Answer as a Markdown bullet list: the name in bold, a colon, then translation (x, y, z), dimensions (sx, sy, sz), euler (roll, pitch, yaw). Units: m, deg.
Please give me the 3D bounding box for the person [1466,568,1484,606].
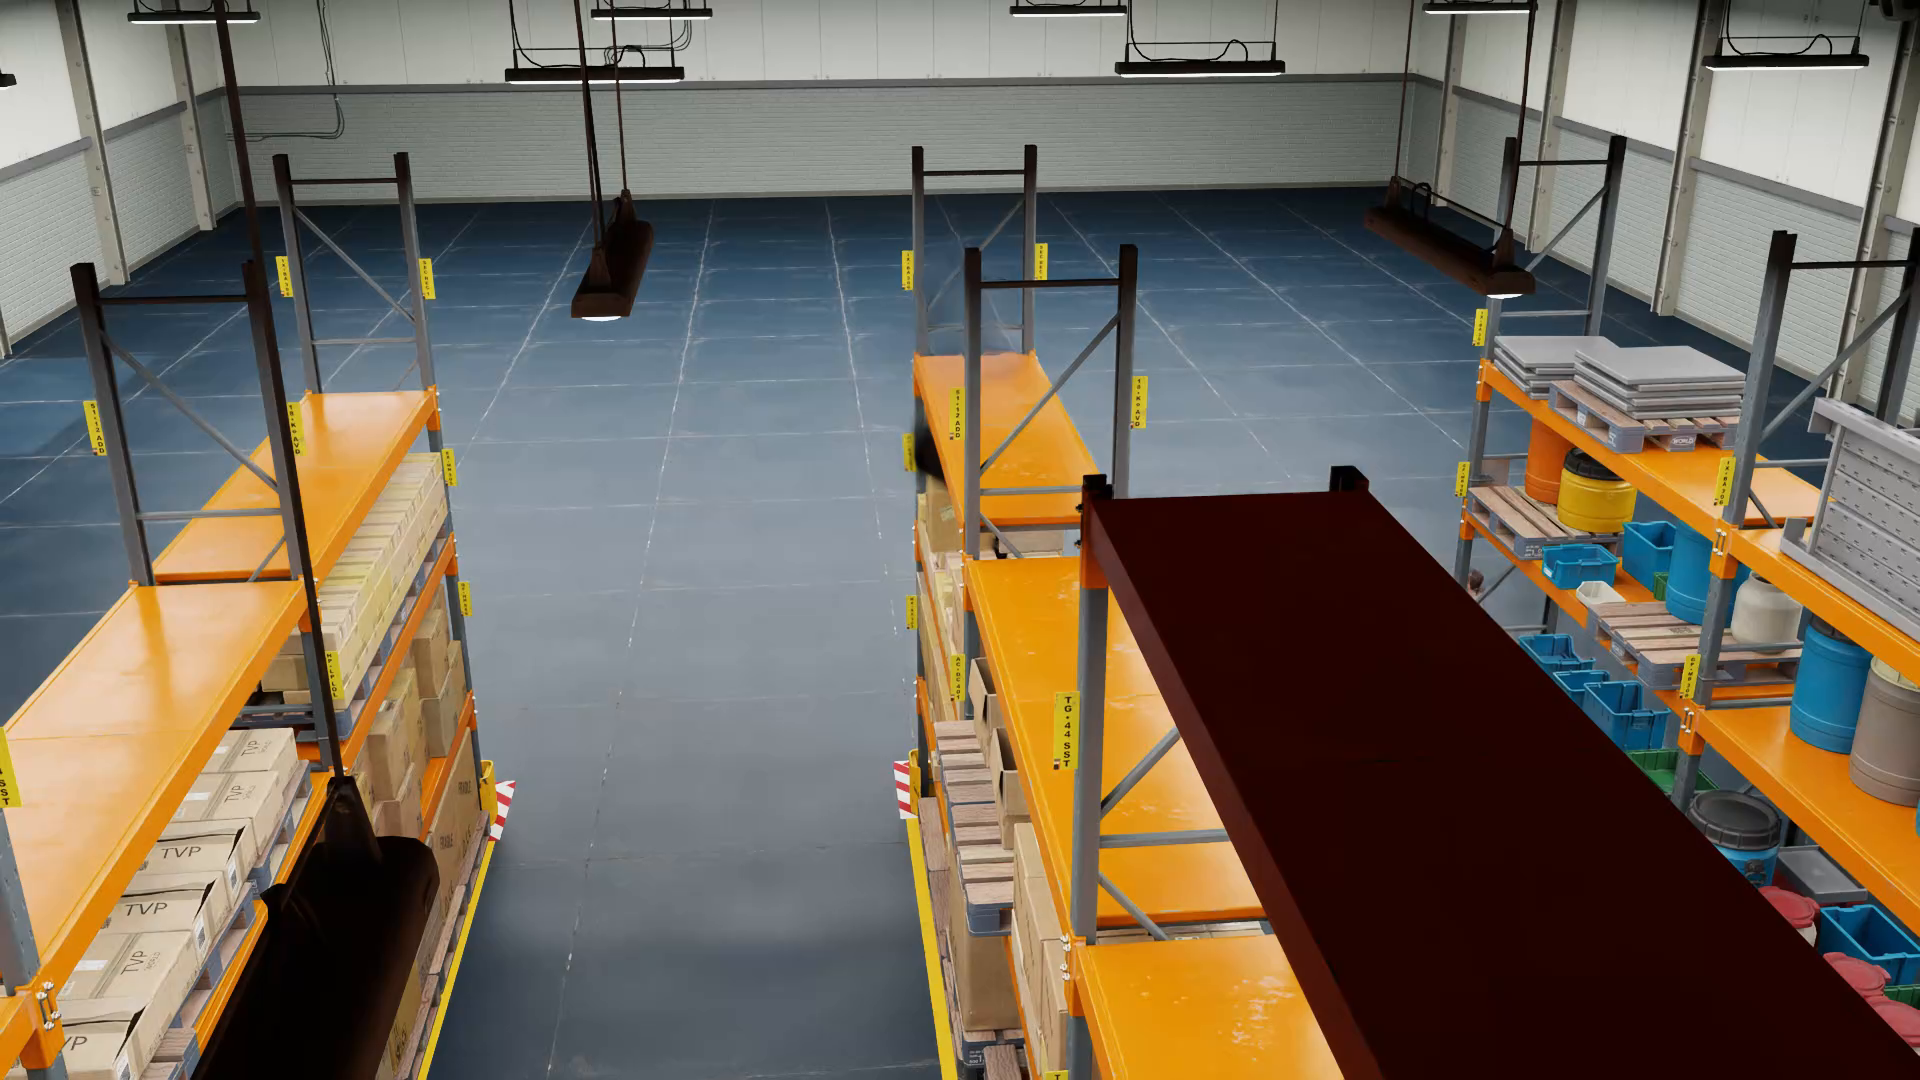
- **person**: translation (5.055, 1.061, 16.793), dimensions (0.532, 1.615, 0.571), euler (10, 24, 24)
